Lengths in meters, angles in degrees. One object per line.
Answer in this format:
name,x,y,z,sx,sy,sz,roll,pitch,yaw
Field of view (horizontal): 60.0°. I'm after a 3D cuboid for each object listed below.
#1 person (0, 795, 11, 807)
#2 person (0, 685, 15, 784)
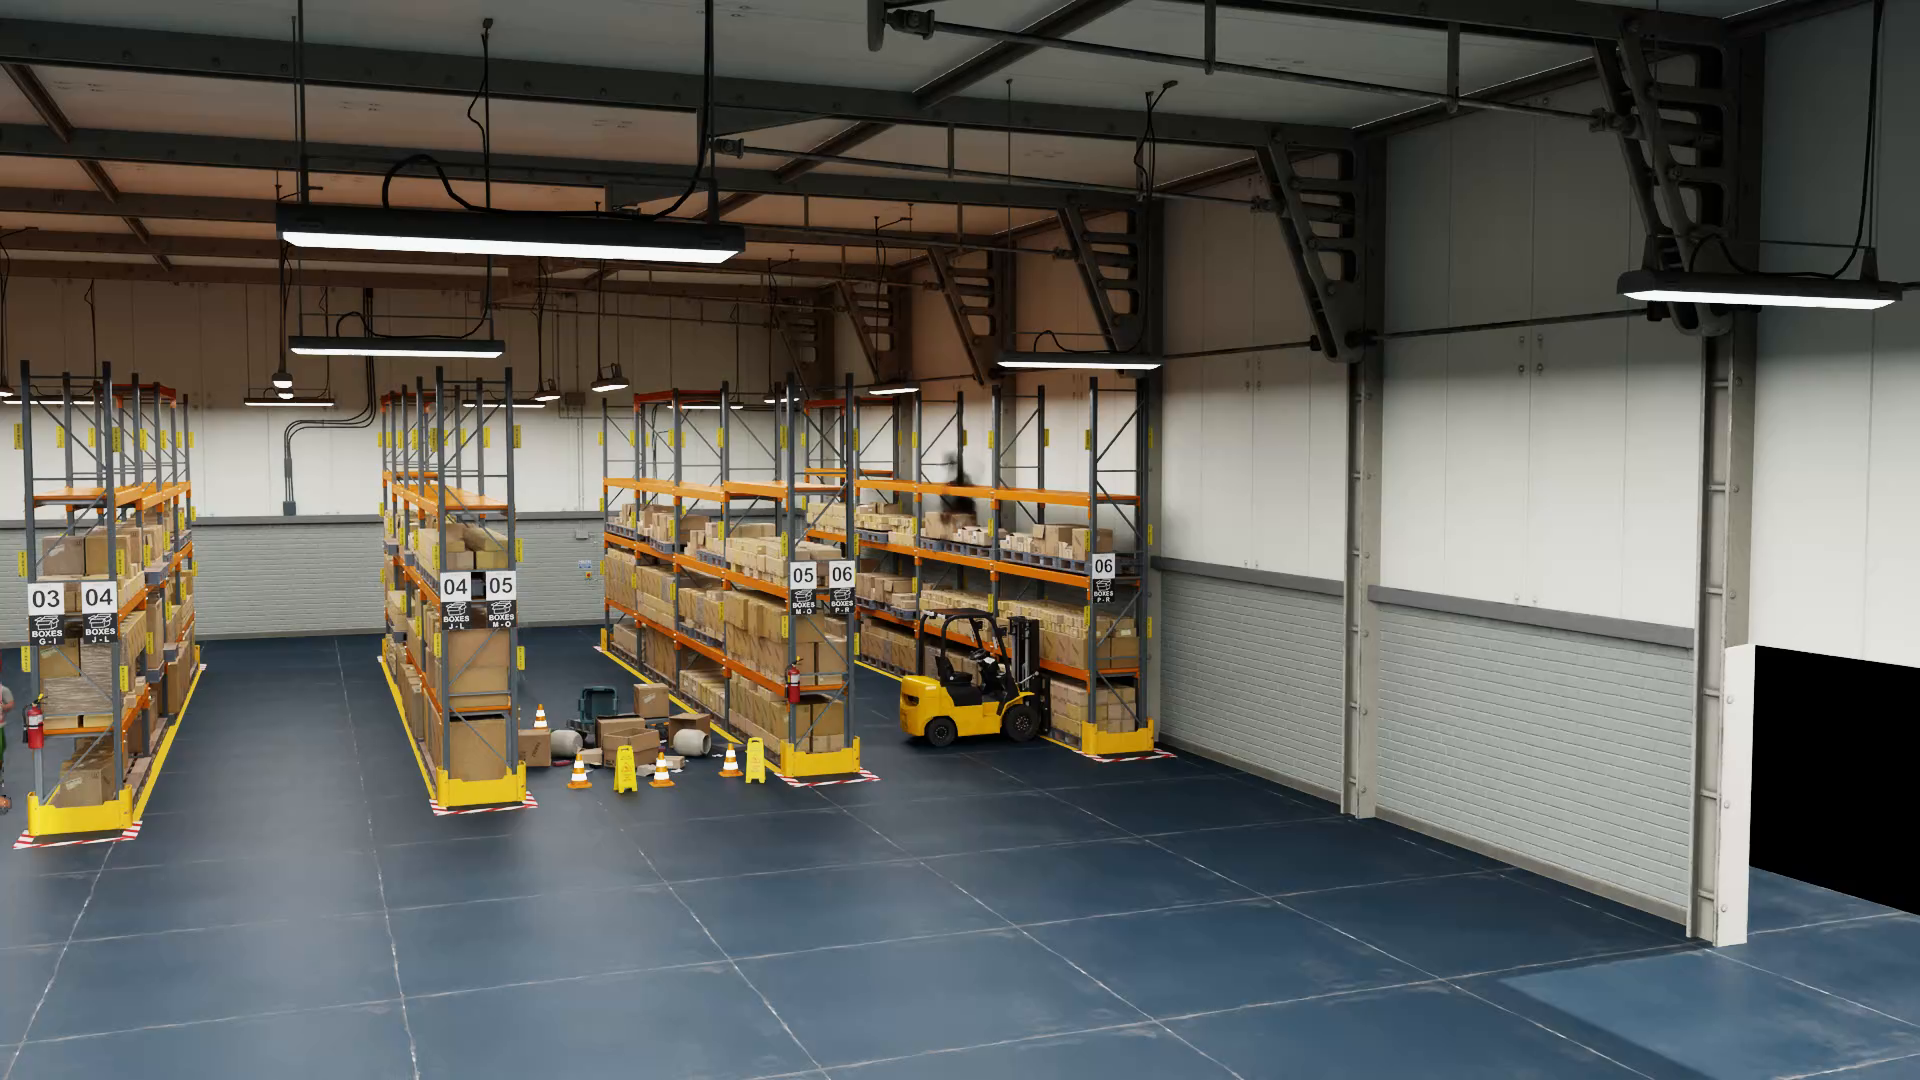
person,-10.426,3.065,17.596,0.720,1.785,0.672,0,3,0
person,-13.707,2.670,23.476,0.656,1.810,0.930,-2,4,-32
